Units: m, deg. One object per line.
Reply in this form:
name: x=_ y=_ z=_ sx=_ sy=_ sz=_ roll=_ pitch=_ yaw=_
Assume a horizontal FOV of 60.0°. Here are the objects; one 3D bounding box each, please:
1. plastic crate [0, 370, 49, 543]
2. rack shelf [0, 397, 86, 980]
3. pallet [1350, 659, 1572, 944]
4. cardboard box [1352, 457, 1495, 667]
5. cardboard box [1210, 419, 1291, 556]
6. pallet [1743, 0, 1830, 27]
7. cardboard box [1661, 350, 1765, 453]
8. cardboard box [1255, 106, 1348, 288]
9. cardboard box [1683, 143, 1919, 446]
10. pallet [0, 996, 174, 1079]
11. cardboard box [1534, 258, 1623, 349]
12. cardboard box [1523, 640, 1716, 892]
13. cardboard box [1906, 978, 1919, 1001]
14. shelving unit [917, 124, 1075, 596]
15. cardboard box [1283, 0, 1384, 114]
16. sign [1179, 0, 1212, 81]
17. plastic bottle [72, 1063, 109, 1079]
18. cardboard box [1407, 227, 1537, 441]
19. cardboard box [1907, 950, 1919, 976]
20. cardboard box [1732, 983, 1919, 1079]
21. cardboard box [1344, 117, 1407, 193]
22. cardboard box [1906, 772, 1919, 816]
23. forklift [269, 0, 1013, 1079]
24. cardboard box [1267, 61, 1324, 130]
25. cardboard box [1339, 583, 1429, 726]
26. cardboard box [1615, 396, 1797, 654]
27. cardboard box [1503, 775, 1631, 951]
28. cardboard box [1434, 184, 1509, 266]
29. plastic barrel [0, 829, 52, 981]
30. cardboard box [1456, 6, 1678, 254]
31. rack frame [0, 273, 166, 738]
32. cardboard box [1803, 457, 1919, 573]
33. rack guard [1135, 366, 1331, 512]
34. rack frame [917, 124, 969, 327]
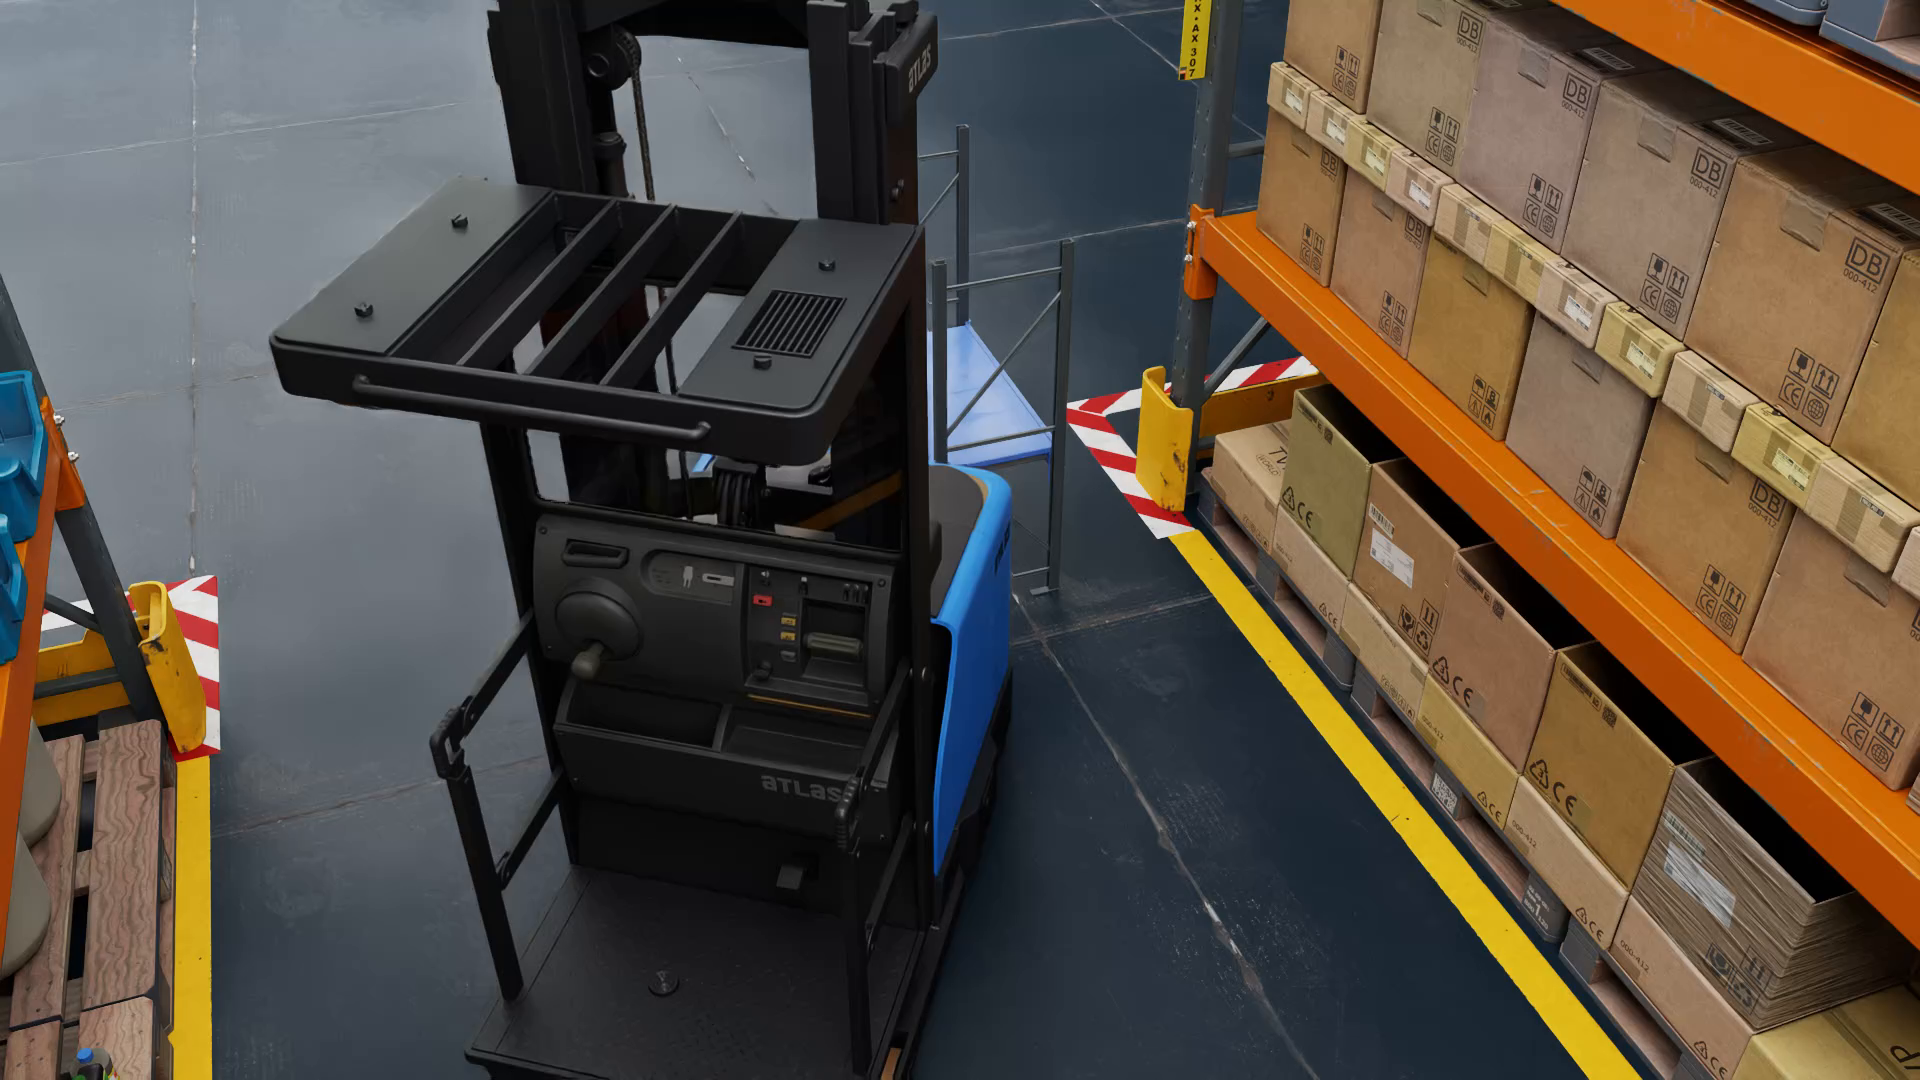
plastic crate: x=-2.851 y=-0.203 z=4.650 sx=0.499 sy=0.251 sz=0.616 roll=-12 pitch=39 yaw=-16
rack shelf: x=-2.616 y=0.934 z=3.615 sx=1.077 sy=0.370 sz=4.000 roll=-12 pitch=39 yaw=-16
pallet: x=2.067 y=0.718 z=5.621 sx=1.003 sy=0.211 sz=1.213 roll=-12 pitch=39 yaw=-16
cardboard box: x=1.682 y=0.035 z=5.523 sx=0.500 sy=0.500 sz=0.500 roll=-12 pitch=39 yaw=-16
cardboard box: x=1.324 y=-0.227 z=6.495 sx=0.500 sy=0.250 sz=0.500 roll=-12 pitch=39 yaw=-16
pallet: x=1.991 y=-1.574 z=3.928 sx=1.003 sy=0.211 sz=1.213 roll=-12 pitch=39 yaw=-16
cardboard box: x=1.994 y=-0.373 z=4.130 sx=0.380 sy=0.149 sz=0.250 roll=-11 pitch=38 yaw=-15
cardboard box: x=1.497 y=-1.280 z=5.874 sx=0.700 sy=0.500 sz=0.500 roll=-12 pitch=39 yaw=-16
cardboard box: x=2.219 y=-0.623 z=3.922 sx=0.700 sy=0.500 sz=0.500 roll=-12 pitch=39 yaw=-16
pallet: x=-2.543 y=1.812 z=4.169 sx=1.003 sy=0.211 sz=1.213 roll=-12 pitch=39 yaw=-16
cardboard box: x=1.809 y=-0.671 z=4.526 sx=0.380 sy=0.149 sz=0.250 roll=-12 pitch=39 yaw=-16
cardboard box: x=2.023 y=0.601 z=4.773 sx=0.500 sy=0.500 sz=0.500 roll=-12 pitch=39 yaw=-16
cardboard box: x=2.850 y=1.359 z=4.389 sx=0.500 sy=0.250 sz=0.500 roll=-12 pitch=39 yaw=-16
shelving unit: x=-0.029 y=-0.647 z=6.363 sx=0.538 sy=1.500 sz=1.048 roll=-12 pitch=39 yaw=-16
cardboard box: x=1.515 y=-1.769 z=5.444 sx=0.700 sy=0.500 sz=0.500 roll=-12 pitch=39 yaw=-16
sign: x=0.825 y=-1.773 z=5.825 sx=0.100 sy=0.325 sz=0.005 roll=-12 pitch=39 yaw=-16
plastic bottle: x=-2.203 y=1.435 z=4.244 sx=0.061 sy=0.283 sz=0.133 roll=-12 pitch=38 yaw=-15
cardboard box: x=1.847 y=-0.703 z=5.107 sx=0.700 sy=0.500 sz=0.500 roll=-12 pitch=39 yaw=-16
cardboard box: x=2.679 y=0.776 z=4.539 sx=0.500 sy=0.500 sz=0.500 roll=-12 pitch=39 yaw=-16
cardboard box: x=2.360 y=1.467 z=4.246 sx=0.500 sy=0.250 sz=0.500 roll=-12 pitch=39 yaw=-16
cardboard box: x=1.459 y=-1.250 z=5.294 sx=0.380 sy=0.149 sz=0.250 roll=-12 pitch=39 yaw=-16
cardboard box: x=2.566 y=0.464 z=3.558 sx=0.700 sy=0.500 sz=0.500 roll=-13 pitch=39 yaw=-17
forklift: x=-0.671 y=0.262 z=3.966 sx=1.130 sy=2.935 sz=3.031 roll=8 pitch=38 yaw=11
cardboard box: x=1.281 y=-1.540 z=5.679 sx=0.380 sy=0.149 sz=0.250 roll=-13 pitch=39 yaw=-16
cardboard box: x=1.671 y=0.337 z=5.746 sx=0.500 sy=0.250 sz=0.500 roll=-12 pitch=39 yaw=-16
cardboard box: x=2.209 y=-0.117 z=4.329 sx=0.700 sy=0.500 sz=0.500 roll=-12 pitch=39 yaw=-15
cardboard box: x=2.011 y=0.903 z=4.995 sx=0.500 sy=0.250 sz=0.500 roll=-12 pitch=39 yaw=-16
cardboard box: x=1.638 y=-0.957 z=4.905 sx=0.380 sy=0.149 sz=0.250 roll=-14 pitch=39 yaw=-17
plastic barrel: x=-2.833 y=0.982 z=4.672 sx=0.421 sy=0.512 sz=0.421 roll=0 pitch=37 yaw=0
cardboard box: x=1.875 y=-1.188 z=4.673 sx=0.700 sy=0.500 sz=0.500 roll=-12 pitch=39 yaw=-16
rack frame: x=-3.304 y=-0.483 z=4.899 sx=1.000 sy=3.000 sz=0.127 roll=-12 pitch=39 yaw=-16
cardboard box: x=2.163 y=-0.091 z=3.756 sx=0.380 sy=0.149 sz=0.250 roll=-13 pitch=39 yaw=-16
rack guard: x=1.340 y=-0.522 z=7.027 sx=1.175 sy=0.500 sz=0.348 roll=-12 pitch=39 yaw=-16
rack frame: x=-0.204 y=-0.934 z=6.744 sx=0.500 sy=1.500 sz=0.032 roll=-12 pitch=39 yaw=-16
